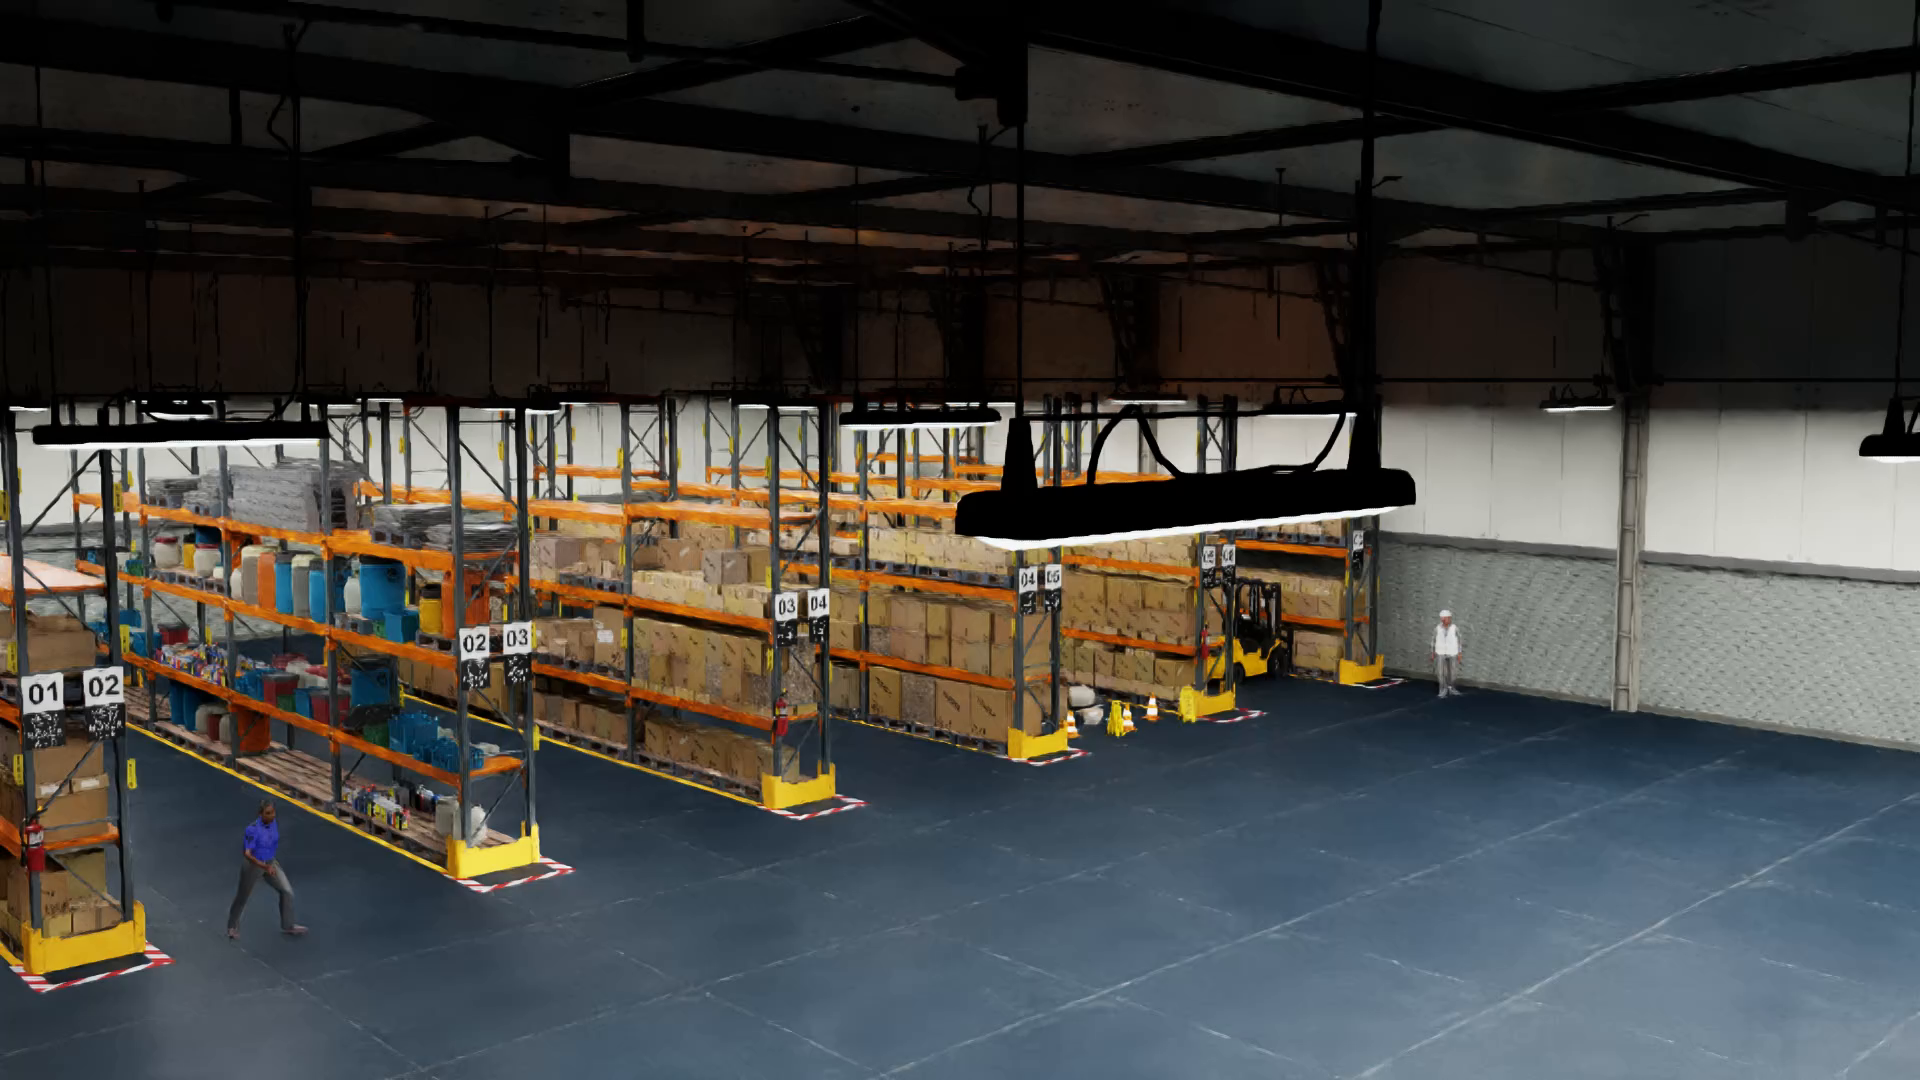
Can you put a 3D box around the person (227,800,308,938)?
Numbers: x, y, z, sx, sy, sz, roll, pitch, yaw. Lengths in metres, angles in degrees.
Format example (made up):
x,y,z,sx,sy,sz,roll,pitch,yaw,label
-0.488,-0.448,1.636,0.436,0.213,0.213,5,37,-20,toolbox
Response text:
x,y,z,sx,sy,sz,roll,pitch,yaw,label
-7.928,3.707,18.877,0.828,1.588,0.621,3,6,30,person

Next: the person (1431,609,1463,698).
x,y,z,sx,sy,sz,roll,pitch,yaw,label
9.732,2.252,33.215,0.628,1.765,0.536,2,6,20,person

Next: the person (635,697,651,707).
x,y,z,sx,sy,sz,roll,pitch,yaw,label
-5.977,2.500,31.527,0.517,1.596,0.625,5,8,44,person
